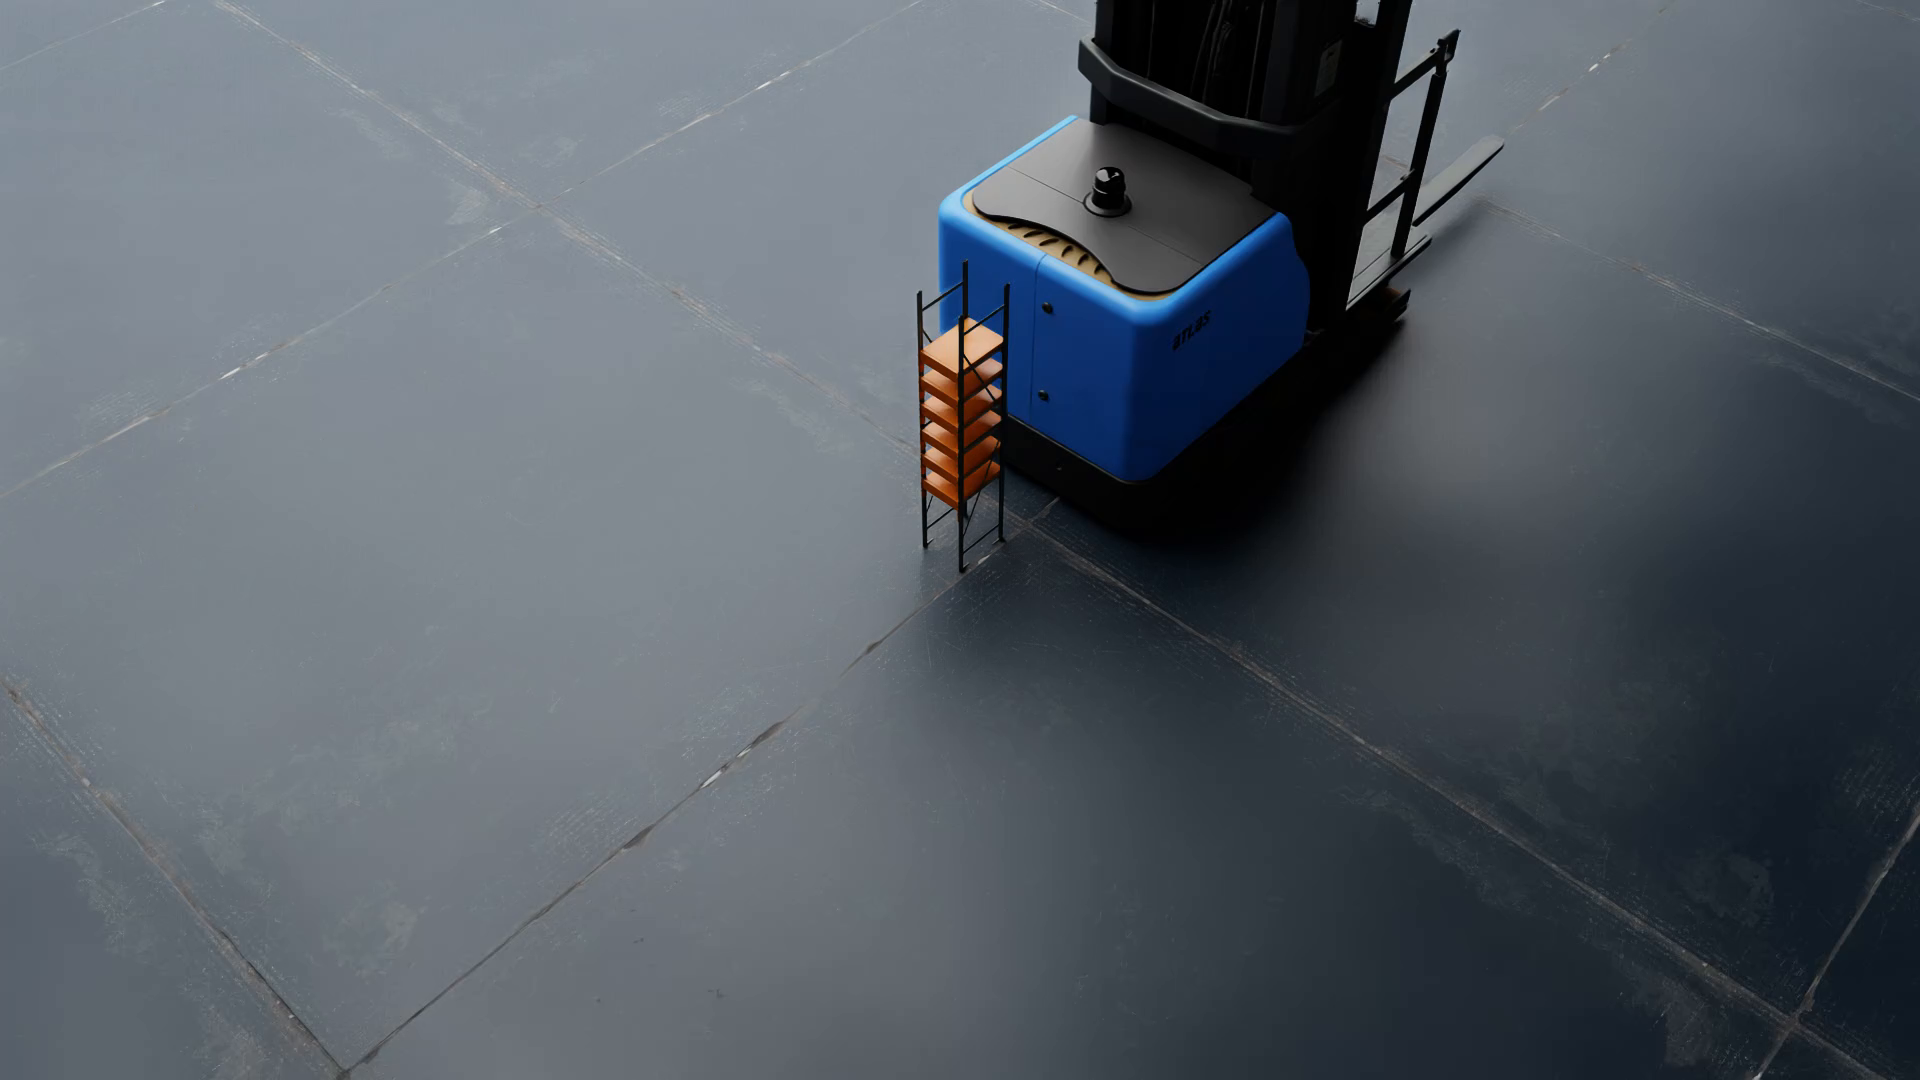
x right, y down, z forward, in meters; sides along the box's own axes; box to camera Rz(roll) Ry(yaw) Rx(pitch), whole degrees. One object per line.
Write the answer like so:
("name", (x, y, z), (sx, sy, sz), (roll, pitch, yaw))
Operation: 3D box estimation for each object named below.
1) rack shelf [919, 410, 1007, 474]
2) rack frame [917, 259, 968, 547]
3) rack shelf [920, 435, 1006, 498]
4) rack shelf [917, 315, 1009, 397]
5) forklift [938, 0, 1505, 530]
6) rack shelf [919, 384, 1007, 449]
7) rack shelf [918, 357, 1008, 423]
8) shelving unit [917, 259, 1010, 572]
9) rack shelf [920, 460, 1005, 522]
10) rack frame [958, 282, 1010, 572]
("rack shelf", (0.011, -0.373, 5.838), (0.180, 0.103, 0.258), (34, 55, 28))
("rack frame", (-0.057, -0.449, 5.848), (0.006, 1.200, 0.240), (34, 55, 28))
("rack shelf", (0.011, -0.291, 5.926), (0.180, 0.103, 0.258), (34, 55, 28))
("rack shelf", (0.011, -0.620, 5.576), (0.180, 0.103, 0.258), (34, 55, 28))
("forklift", (1.262, -2.036, 6.151), (1.130, 2.935, 3.031), (33, 55, 27))
("rack shelf", (0.011, -0.455, 5.751), (0.180, 0.103, 0.258), (34, 55, 28))
("rack shelf", (0.011, -0.537, 5.663), (0.180, 0.103, 0.258), (34, 55, 28))
("shelving unit", (0.011, -0.404, 5.806), (0.189, 1.200, 0.258), (34, 55, 28))
("rack shelf", (0.011, -0.209, 6.013), (0.180, 0.103, 0.258), (34, 55, 28))
("rack frame", (0.078, -0.358, 5.763), (0.006, 1.200, 0.240), (34, 55, 28))
